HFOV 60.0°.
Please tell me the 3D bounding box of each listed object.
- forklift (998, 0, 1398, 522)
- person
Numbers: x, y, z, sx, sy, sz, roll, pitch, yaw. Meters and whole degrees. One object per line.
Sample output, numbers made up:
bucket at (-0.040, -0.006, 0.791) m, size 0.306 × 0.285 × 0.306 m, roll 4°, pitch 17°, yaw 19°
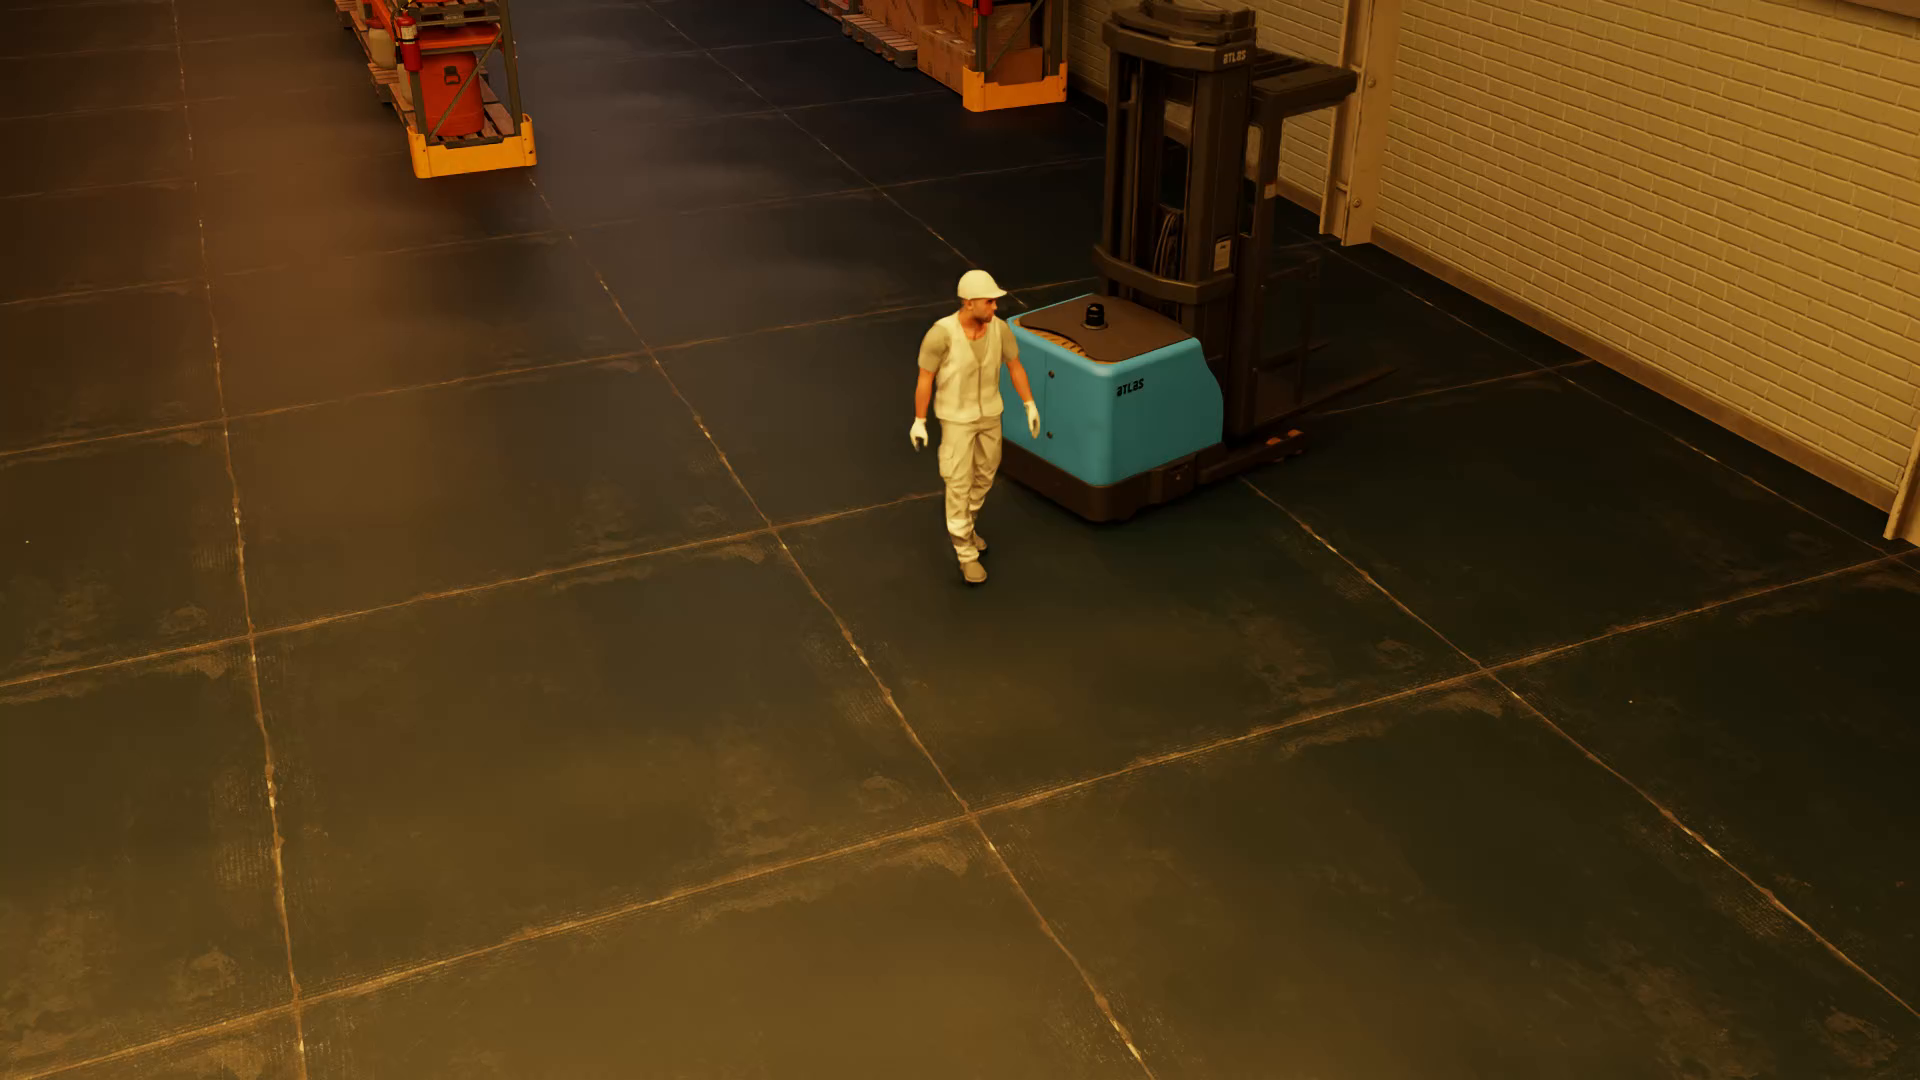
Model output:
forklift at (1.700, -1.965, 10.557) m, size 3.031 × 2.935 × 1.130 m, roll -21°, pitch 36°, yaw -32°
person at (0.118, -0.659, 9.458) m, size 0.724 × 1.774 × 0.655 m, roll -17°, pitch 34°, yaw -27°
